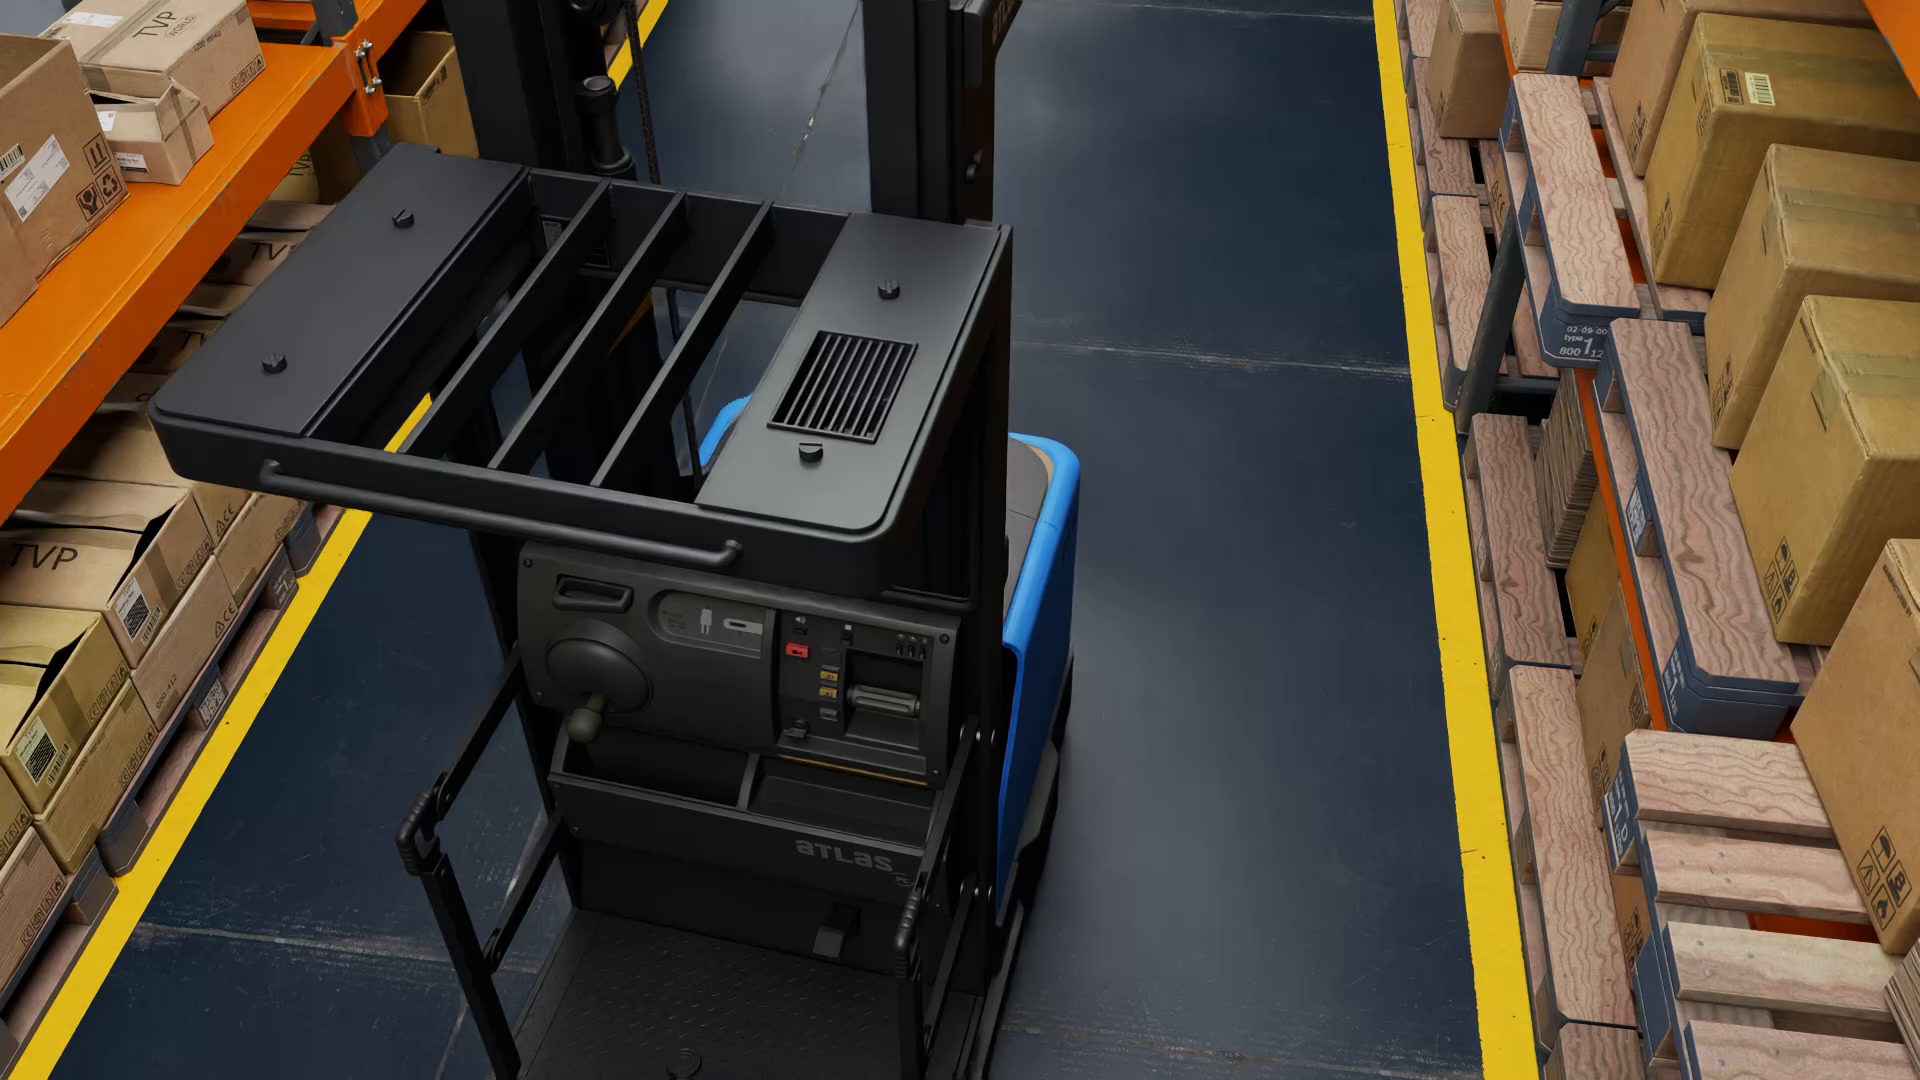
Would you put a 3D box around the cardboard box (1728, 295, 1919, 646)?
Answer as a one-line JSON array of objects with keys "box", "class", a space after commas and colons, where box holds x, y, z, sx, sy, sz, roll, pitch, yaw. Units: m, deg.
[{"box": [2.009, -0.113, 3.295, 0.700, 0.500, 0.500, 5, 44, 6], "class": "cardboard box"}]

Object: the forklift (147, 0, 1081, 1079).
[{"box": [-0.513, 0.355, 3.243, 1.130, 2.935, 3.031, 10, 44, 10], "class": "forklift"}]

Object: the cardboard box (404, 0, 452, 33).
[{"box": [-2.137, -1.974, 6.802, 0.500, 0.500, 0.500, 5, 44, 6], "class": "cardboard box"}]

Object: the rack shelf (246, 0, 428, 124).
[{"box": [-2.303, -3.020, 7.281, 1.077, 0.370, 4.000, 5, 44, 6], "class": "rack shelf"}]

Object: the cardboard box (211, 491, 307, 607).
[{"box": [-2.471, -0.070, 5.337, 0.500, 0.250, 0.500, 6, 44, 6], "class": "cardboard box"}]

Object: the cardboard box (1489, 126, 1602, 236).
[{"box": [2.441, -1.434, 6.580, 0.500, 0.500, 0.500, 2, 43, 2], "class": "cardboard box"}]

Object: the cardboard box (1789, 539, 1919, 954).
[{"box": [1.914, 0.355, 2.801, 0.700, 0.500, 0.500, 1, 43, 2], "class": "cardboard box"}]

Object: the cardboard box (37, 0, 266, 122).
[{"box": [-2.589, -1.524, 5.287, 0.500, 0.250, 0.500, 8, 44, 8], "class": "cardboard box"}]

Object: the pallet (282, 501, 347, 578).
[{"box": [-2.626, -0.400, 6.019, 1.003, 0.211, 1.213, 5, 44, 6], "class": "pallet"}]

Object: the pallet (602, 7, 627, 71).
[{"box": [-2.262, -2.278, 8.002, 1.003, 0.211, 1.213, 5, 44, 6], "class": "pallet"}]

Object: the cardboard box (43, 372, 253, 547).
[{"box": [-2.468, -0.279, 5.149, 0.500, 0.311, 0.500, 5, 44, 5], "class": "cardboard box"}]

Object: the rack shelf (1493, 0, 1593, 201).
[{"box": [2.608, -2.572, 6.808, 1.077, 0.370, 4.000, 5, 44, 6], "class": "rack shelf"}]

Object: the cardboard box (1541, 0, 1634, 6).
[{"box": [2.099, -2.046, 5.278, 0.500, 0.500, 0.500, 5, 44, 5], "class": "cardboard box"}]

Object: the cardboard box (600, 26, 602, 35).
[{"box": [-2.003, -2.383, 7.779, 0.500, 0.250, 0.500, 5, 44, 6], "class": "cardboard box"}]

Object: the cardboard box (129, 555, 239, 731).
[{"box": [-2.539, 0.277, 4.971, 0.500, 0.250, 0.500, 6, 44, 6], "class": "cardboard box"}]

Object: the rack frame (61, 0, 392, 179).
[{"box": [-2.567, -1.918, 5.594, 1.000, 3.000, 0.127, 5, 44, 6], "class": "rack frame"}]

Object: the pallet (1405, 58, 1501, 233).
[{"box": [2.556, -1.753, 7.448, 1.003, 0.211, 1.213, 5, 44, 6], "class": "pallet"}]

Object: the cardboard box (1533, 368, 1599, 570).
[{"box": [2.262, -0.220, 5.298, 0.700, 0.500, 0.500, 7, 44, 7], "class": "cardboard box"}]

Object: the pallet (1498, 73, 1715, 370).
[{"box": [2.098, -0.893, 4.651, 1.003, 0.211, 1.213, 5, 44, 6], "class": "pallet"}]

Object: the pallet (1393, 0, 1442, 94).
[{"box": [2.720, -2.582, 8.323, 1.003, 0.211, 1.213, 5, 44, 6], "class": "pallet"}]

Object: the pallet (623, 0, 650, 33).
[{"box": [-2.098, -3.107, 8.878, 1.003, 0.211, 1.213, 5, 44, 6], "class": "pallet"}]

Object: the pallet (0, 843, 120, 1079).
[{"box": [-2.949, 1.263, 4.263, 1.003, 0.211, 1.213, 5, 44, 6], "class": "pallet"}]

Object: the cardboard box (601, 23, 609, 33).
[{"box": [-1.935, -2.723, 8.139, 0.500, 0.250, 0.500, 5, 44, 6], "class": "cardboard box"}]

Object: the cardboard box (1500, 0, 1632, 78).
[{"box": [2.105, -1.774, 5.536, 0.500, 0.250, 0.500, 5, 44, 6], "class": "cardboard box"}]

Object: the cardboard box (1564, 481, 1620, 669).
[{"box": [2.244, 0.137, 4.921, 0.700, 0.500, 0.500, 4, 44, 5], "class": "cardboard box"}]

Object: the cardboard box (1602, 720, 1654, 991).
[{"box": [2.079, 0.826, 4.194, 0.700, 0.500, 0.500, 5, 44, 5], "class": "cardboard box"}]

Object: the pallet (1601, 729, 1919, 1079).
[{"box": [1.803, 0.830, 2.832, 1.213, 0.211, 1.003, 5, 44, 6], "class": "pallet"}]

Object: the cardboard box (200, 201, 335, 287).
[{"box": [-2.337, -0.974, 5.883, 0.500, 0.311, 0.500, 5, 44, 6], "class": "cardboard box"}]

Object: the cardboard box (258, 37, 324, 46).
[{"box": [-2.645, -2.020, 6.851, 0.500, 0.500, 0.500, 5, 44, 6], "class": "cardboard box"}]

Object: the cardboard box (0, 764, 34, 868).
[{"box": [-2.675, 0.761, 4.051, 0.500, 0.311, 0.500, 4, 44, 4], "class": "cardboard box"}]

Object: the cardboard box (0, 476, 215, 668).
[{"box": [-2.538, 0.063, 4.788, 0.500, 0.311, 0.500, 5, 44, 5], "class": "cardboard box"}]

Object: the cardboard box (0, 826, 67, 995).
[{"box": [-2.670, 0.981, 4.227, 0.500, 0.250, 0.500, 4, 44, 4], "class": "cardboard box"}]

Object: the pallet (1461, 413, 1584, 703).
[{"box": [2.242, 0.073, 5.520, 1.003, 0.211, 1.213, 5, 44, 6], "class": "pallet"}]

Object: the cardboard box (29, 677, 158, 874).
[{"box": [-2.608, 0.626, 4.602, 0.500, 0.250, 0.500, 4, 44, 4], "class": "cardboard box"}]

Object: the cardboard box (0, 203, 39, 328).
[{"box": [-2.821, -0.732, 4.269, 0.500, 0.500, 0.500, 5, 44, 6], "class": "cardboard box"}]

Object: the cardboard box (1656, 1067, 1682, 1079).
[{"box": [2.041, 1.167, 3.833, 0.700, 0.500, 0.500, 5, 44, 5], "class": "cardboard box"}]

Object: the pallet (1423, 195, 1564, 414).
[{"box": [2.397, -0.919, 6.567, 1.003, 0.211, 1.213, 5, 44, 6], "class": "pallet"}]

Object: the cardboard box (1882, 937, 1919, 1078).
[{"box": [1.867, 0.738, 2.396, 0.700, 0.500, 0.500, 1, 43, 1], "class": "cardboard box"}]

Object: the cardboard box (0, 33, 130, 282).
[{"box": [-2.755, -1.074, 4.630, 0.500, 0.500, 0.500, 8, 44, 9], "class": "cardboard box"}]

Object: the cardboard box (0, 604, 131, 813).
[{"box": [-2.605, 0.414, 4.418, 0.500, 0.311, 0.500, 4, 44, 4], "class": "cardboard box"}]

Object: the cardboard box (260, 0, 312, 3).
[{"box": [-2.515, -2.258, 5.880, 0.700, 0.500, 0.500, 4, 44, 4], "class": "cardboard box"}]

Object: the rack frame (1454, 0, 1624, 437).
[{"box": [2.343, -1.471, 5.121, 1.000, 3.000, 0.127, 5, 44, 6], "class": "rack frame"}]

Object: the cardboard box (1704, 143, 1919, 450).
[{"box": [2.105, -0.491, 3.694, 0.700, 0.500, 0.500, 11, 45, 11], "class": "cardboard box"}]

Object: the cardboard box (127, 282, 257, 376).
[{"box": [-2.399, -0.619, 5.508, 0.500, 0.311, 0.500, 6, 44, 7], "class": "cardboard box"}]

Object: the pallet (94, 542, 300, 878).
[{"box": [-2.785, 0.434, 5.138, 1.003, 0.211, 1.213, 5, 44, 6], "class": "pallet"}]

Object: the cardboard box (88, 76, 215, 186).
[{"box": [-2.502, -1.254, 4.990, 0.396, 0.266, 0.258, 4, 44, 4], "class": "cardboard box"}]

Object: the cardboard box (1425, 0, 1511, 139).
[{"box": [2.470, -2.101, 7.286, 0.700, 0.500, 0.500, 3, 44, 3], "class": "cardboard box"}]

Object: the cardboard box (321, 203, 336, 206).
[{"box": [-2.206, -1.361, 6.700, 0.500, 0.250, 0.500, 5, 44, 6], "class": "cardboard box"}]

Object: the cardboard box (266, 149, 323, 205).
[{"box": [-2.723, -1.408, 6.750, 0.500, 0.250, 0.500, 5, 44, 6], "class": "cardboard box"}]

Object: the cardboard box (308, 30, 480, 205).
[{"box": [-2.196, -1.632, 6.441, 0.500, 0.500, 0.500, 5, 44, 6], "class": "cardboard box"}]

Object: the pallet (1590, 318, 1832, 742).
[{"box": [2.036, -0.028, 3.737, 1.003, 0.211, 1.213, 5, 44, 6], "class": "pallet"}]

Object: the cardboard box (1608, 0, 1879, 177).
[{"box": [2.242, -1.323, 4.573, 0.700, 0.500, 0.500, 5, 44, 6], "class": "cardboard box"}]

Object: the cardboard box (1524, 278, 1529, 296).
[{"box": [2.384, -0.969, 6.332, 0.380, 0.166, 0.250, 0, 43, 0], "class": "cardboard box"}]

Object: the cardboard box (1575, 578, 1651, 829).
[{"box": [2.136, 0.481, 4.558, 0.700, 0.500, 0.500, 6, 44, 6], "class": "cardboard box"}]

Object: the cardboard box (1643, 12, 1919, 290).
[{"box": [2.161, -0.943, 4.171, 0.700, 0.500, 0.500, 9, 44, 10], "class": "cardboard box"}]

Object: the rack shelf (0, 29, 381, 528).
[{"box": [-2.832, -0.294, 4.402, 1.077, 0.370, 4.000, 5, 44, 6], "class": "rack shelf"}]

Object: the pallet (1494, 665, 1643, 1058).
[{"box": [2.083, 0.907, 4.639, 1.003, 0.211, 1.213, 5, 44, 6], "class": "pallet"}]

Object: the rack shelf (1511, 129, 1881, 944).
[{"box": [2.079, 0.154, 3.929, 1.077, 0.370, 4.000, 5, 44, 6], "class": "rack shelf"}]

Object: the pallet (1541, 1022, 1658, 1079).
[{"box": [1.919, 1.736, 3.763, 1.003, 0.211, 1.213, 5, 44, 6], "class": "pallet"}]
